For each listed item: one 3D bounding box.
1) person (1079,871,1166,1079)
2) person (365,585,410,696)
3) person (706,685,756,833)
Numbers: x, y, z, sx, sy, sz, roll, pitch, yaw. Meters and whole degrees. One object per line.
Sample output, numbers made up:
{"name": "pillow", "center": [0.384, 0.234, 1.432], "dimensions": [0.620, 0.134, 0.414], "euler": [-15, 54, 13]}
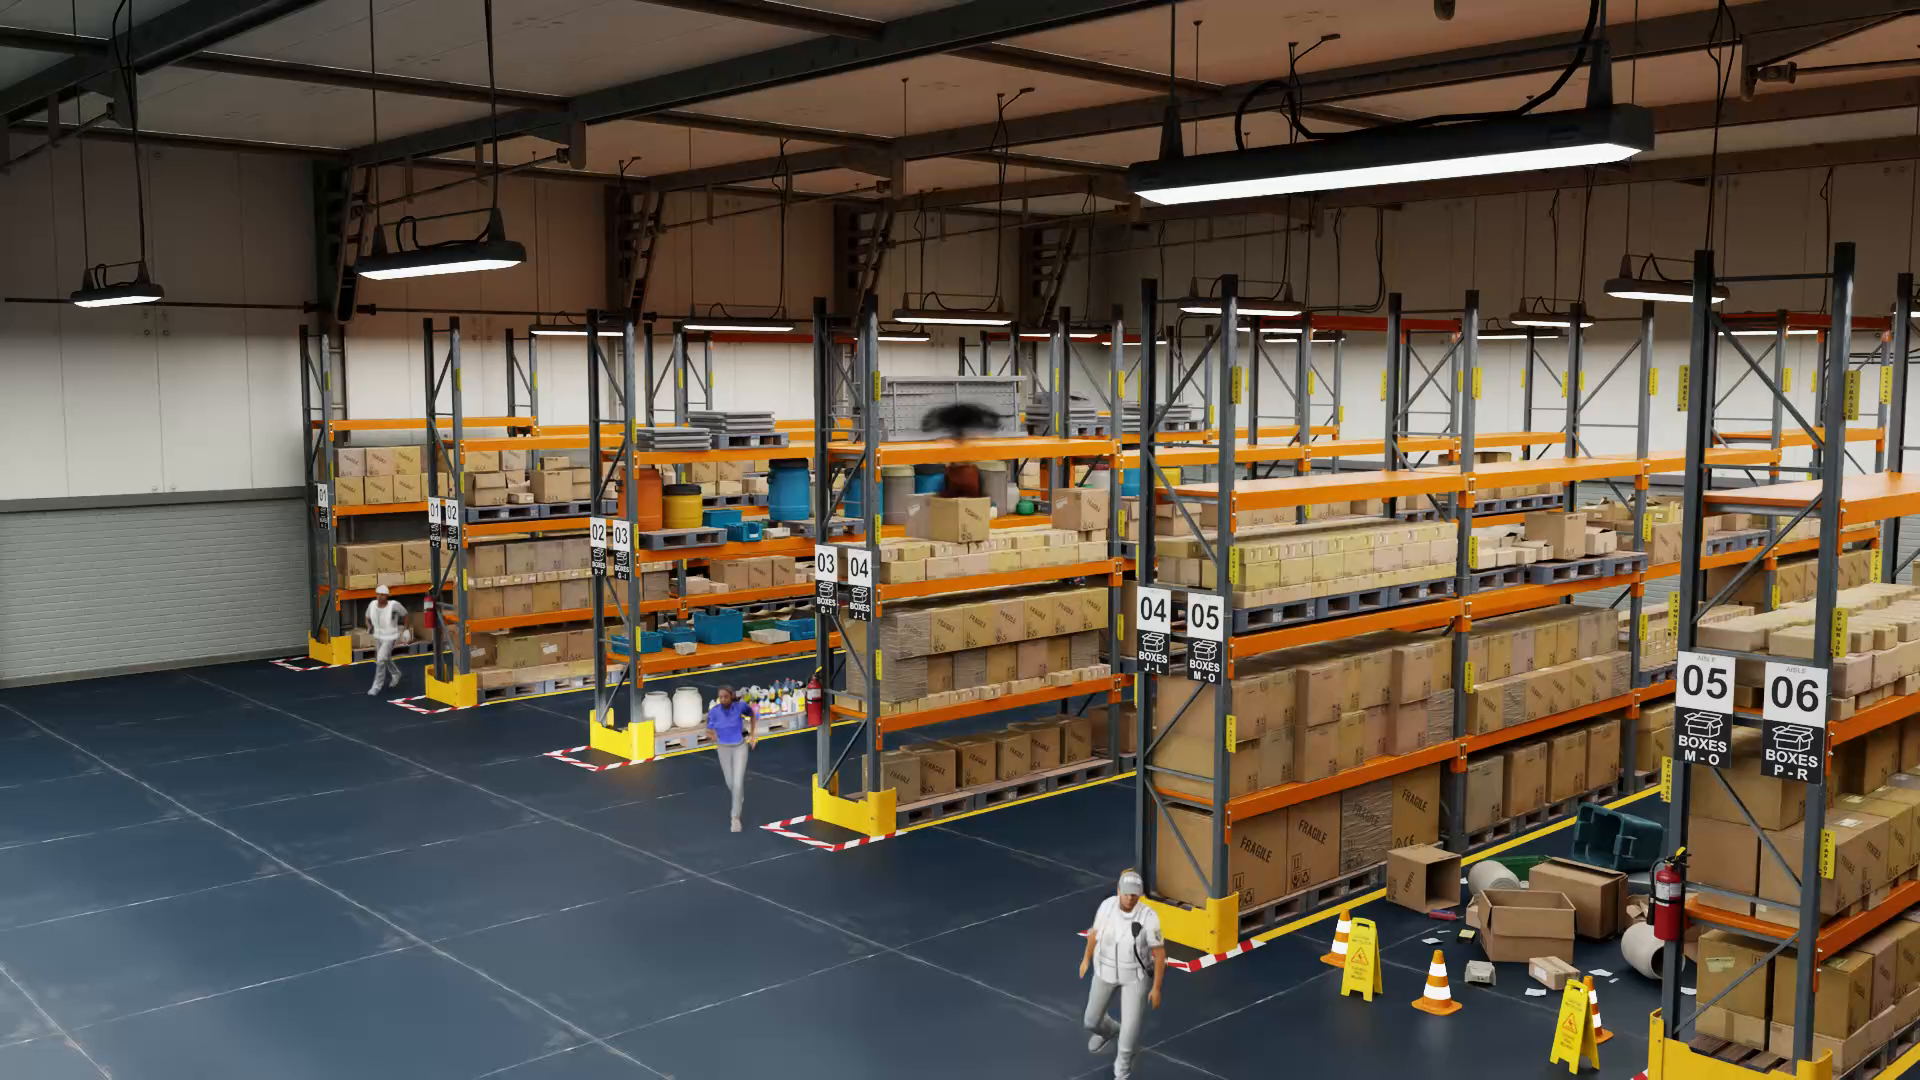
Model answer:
{"name": "person", "center": [1.192, 3.145, 12.128], "dimensions": [0.664, 1.605, 0.710], "euler": [2, 6, 17]}
{"name": "person", "center": [-9.225, 1.585, 26.847], "dimensions": [0.681, 1.765, 0.893], "euler": [2, 6, 20]}
{"name": "person", "center": [-2.616, 2.440, 19.027], "dimensions": [0.512, 1.624, 0.960], "euler": [1, 6, 9]}
